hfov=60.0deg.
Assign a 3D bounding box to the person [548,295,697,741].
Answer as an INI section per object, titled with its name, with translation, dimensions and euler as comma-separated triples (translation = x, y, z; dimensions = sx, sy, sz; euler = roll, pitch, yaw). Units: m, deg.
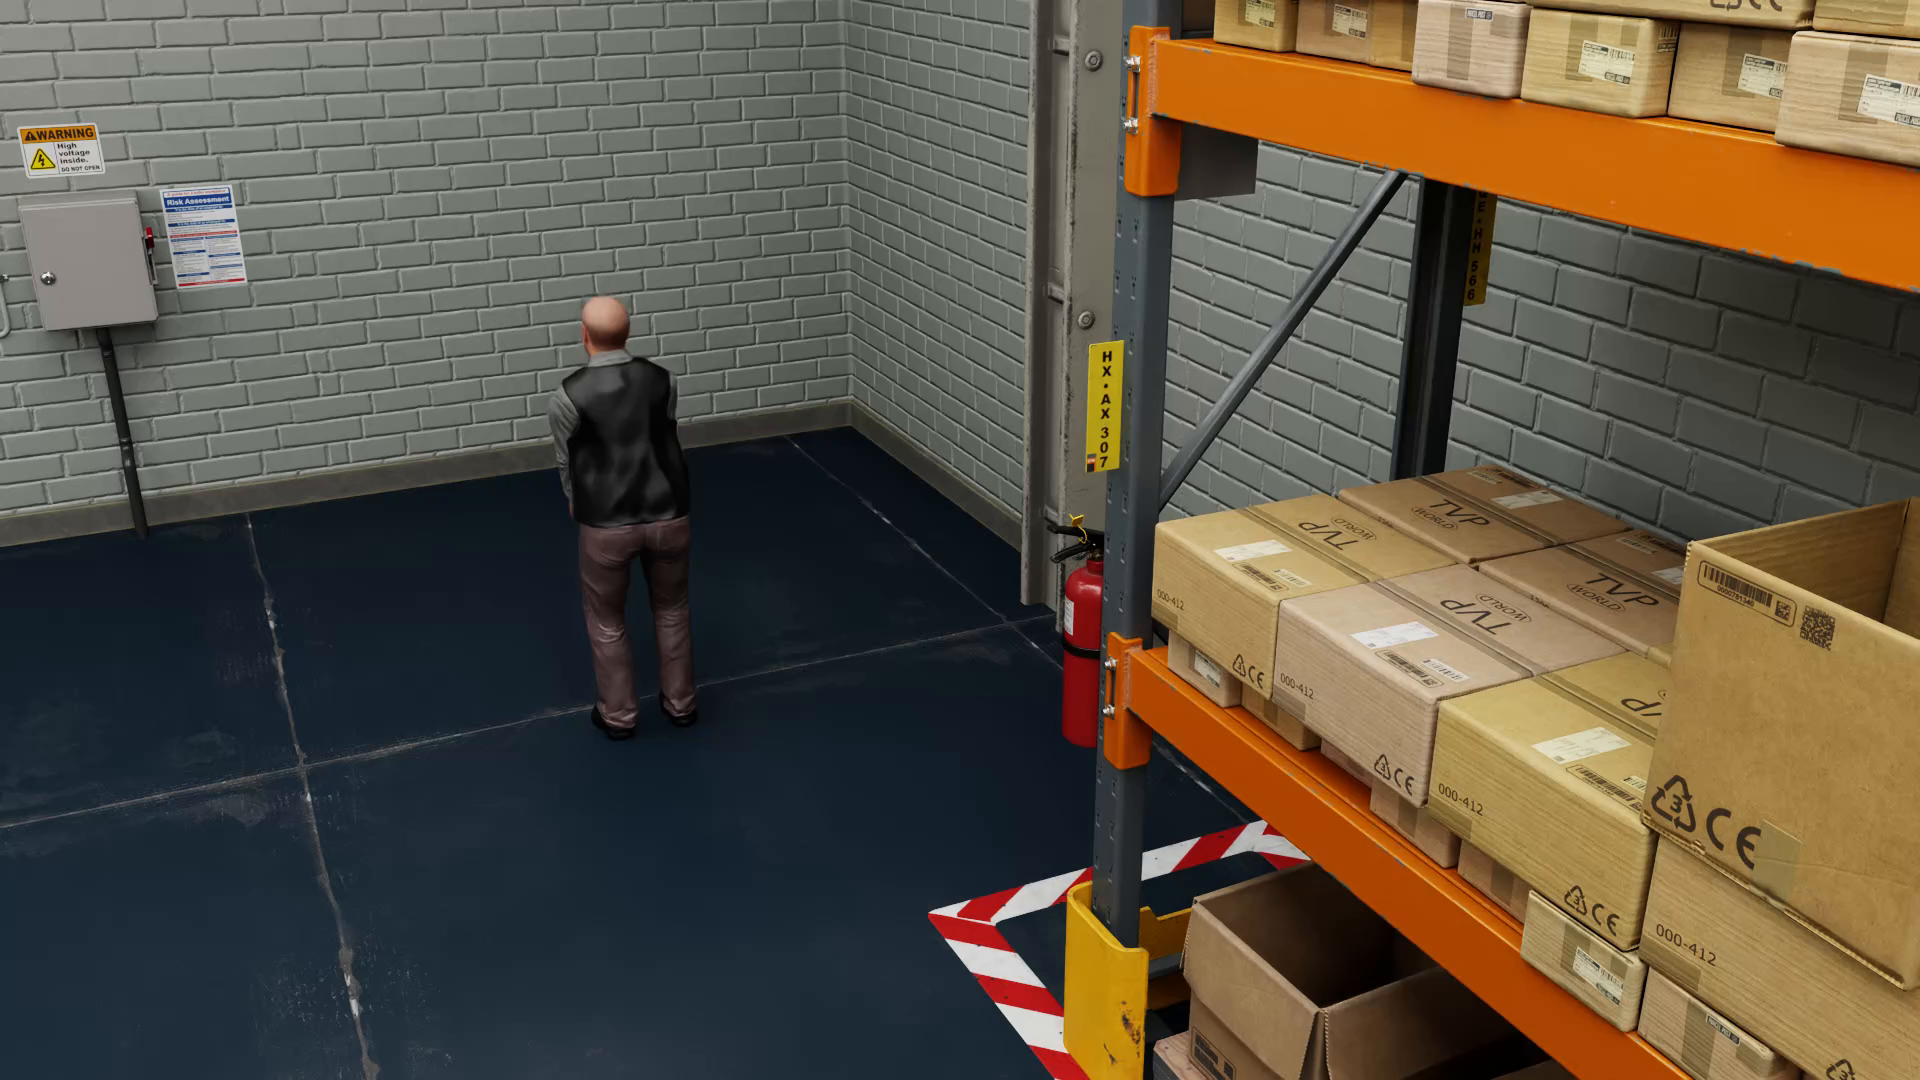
[person]
translation = -1.295, -0.092, 6.374
dimensions = 0.489, 1.711, 0.574
euler = -11, 24, -25
